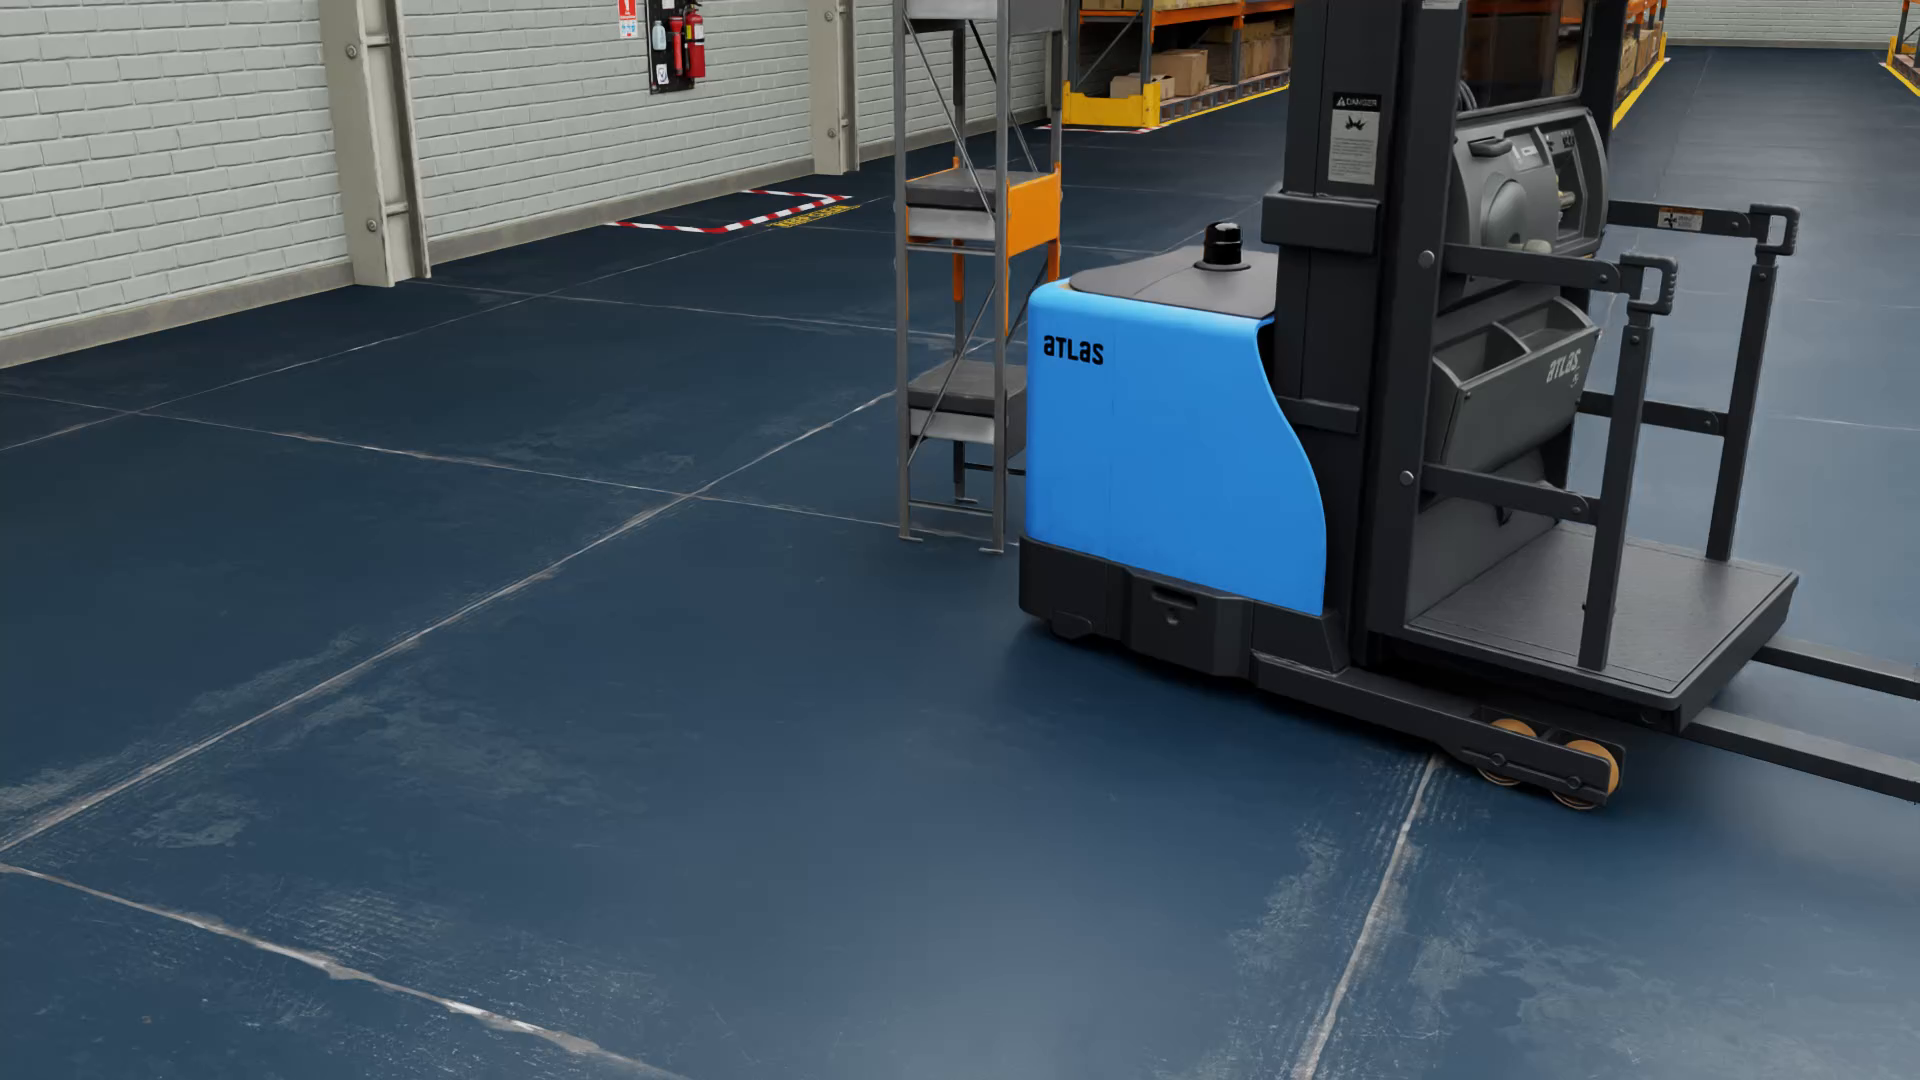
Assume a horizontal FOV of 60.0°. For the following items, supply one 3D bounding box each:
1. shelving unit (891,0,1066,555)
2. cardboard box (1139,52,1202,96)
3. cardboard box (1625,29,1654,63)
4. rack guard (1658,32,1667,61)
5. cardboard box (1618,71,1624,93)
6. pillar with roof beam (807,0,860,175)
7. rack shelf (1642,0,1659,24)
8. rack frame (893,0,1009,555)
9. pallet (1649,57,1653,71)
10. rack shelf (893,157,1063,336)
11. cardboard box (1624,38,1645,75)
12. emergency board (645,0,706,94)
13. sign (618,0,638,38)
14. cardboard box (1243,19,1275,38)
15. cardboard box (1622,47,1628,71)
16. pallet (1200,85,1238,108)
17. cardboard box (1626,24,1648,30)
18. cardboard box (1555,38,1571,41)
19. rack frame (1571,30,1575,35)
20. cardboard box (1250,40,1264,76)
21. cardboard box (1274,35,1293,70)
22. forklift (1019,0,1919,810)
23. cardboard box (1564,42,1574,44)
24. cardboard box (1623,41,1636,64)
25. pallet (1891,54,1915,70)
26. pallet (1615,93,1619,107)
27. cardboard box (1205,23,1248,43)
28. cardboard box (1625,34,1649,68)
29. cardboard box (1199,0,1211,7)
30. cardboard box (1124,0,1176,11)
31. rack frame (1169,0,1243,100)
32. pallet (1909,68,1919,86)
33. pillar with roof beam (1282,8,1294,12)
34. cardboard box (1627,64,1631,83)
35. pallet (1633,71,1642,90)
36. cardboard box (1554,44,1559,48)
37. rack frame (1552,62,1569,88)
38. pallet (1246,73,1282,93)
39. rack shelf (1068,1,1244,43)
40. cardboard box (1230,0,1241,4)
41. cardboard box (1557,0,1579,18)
[{"bbox_3d":[0.068,-1.040,5.759,0.431,2.100,0.503,9,21,23],"label":"shelving unit"},{"bbox_3d":[2.724,-6.034,21.533,0.700,0.500,0.500,7,21,19],"label":"cardboard box"},{"bbox_3d":[11.273,-8.243,27.744,0.500,0.500,0.500,8,21,22],"label":"cardboard box"},{"bbox_3d":[12.820,-9.425,31.725,1.175,0.500,0.348,9,21,23],"label":"rack guard"},{"bbox_3d":[8.539,-6.106,22.137,0.500,0.250,0.500,9,22,24],"label":"cardboard box"},{"bbox_3d":[2.747,-7.148,12.638,9.100,9.000,0.400,9,21,23],"label":"pillar with roof beam"},{"bbox_3d":[10.394,-8.453,26.335,1.077,0.370,4.000,9,21,23],"label":"rack shelf"},{"bbox_3d":[-0.032,-0.965,5.550,0.400,2.100,0.015,9,21,23],"label":"rack frame"},{"bbox_3d":[11.495,-8.299,28.990,1.003,0.211,1.213,9,21,23],"label":"pallet"},{"bbox_3d":[0.068,-1.027,5.764,0.431,0.518,0.480,9,21,23],"label":"rack shelf"},{"bbox_3d":[10.023,-7.310,25.121,0.500,0.500,0.500,10,22,25],"label":"cardboard box"},{"bbox_3d":[-2.228,-4.162,13.195,0.194,1.169,0.643,9,21,23],"label":"emergency board"},{"bbox_3d":[-2.548,-4.024,12.753,0.001,0.329,0.234,9,21,23],"label":"sign"},{"bbox_3d":[4.517,-7.849,25.518,0.500,0.250,0.500,9,21,24],"label":"cardboard box"},{"bbox_3d":[8.755,-6.527,22.486,0.500,0.311,0.500,8,21,21],"label":"cardboard box"},{"bbox_3d":[3.174,-6.112,22.841,1.003,0.211,1.213,9,21,23],"label":"pallet"},{"bbox_3d":[11.978,-9.009,29.895,0.797,0.503,0.637,9,21,23],"label":"cardboard box"},{"bbox_3d":[7.264,-5.961,20.611,0.500,0.500,0.500,9,21,23],"label":"cardboard box"},{"bbox_3d":[7.937,-6.958,21.057,1.000,3.000,0.127,9,21,23],"label":"rack frame"},{"bbox_3d":[4.114,-7.208,24.835,0.700,0.500,0.500,9,21,23],"label":"cardboard box"},{"bbox_3d":[4.807,-7.661,26.109,0.700,0.500,0.500,9,21,23],"label":"cardboard box"},{"bbox_3d":[1.640,-0.916,4.172,3.031,2.935,1.130,16,25,37],"label":"forklift"},{"bbox_3d":[7.339,-5.582,19.547,0.500,0.500,0.500,9,21,23],"label":"cardboard box"},{"bbox_3d":[9.379,-6.993,23.797,0.500,0.311,0.500,8,21,22],"label":"cardboard box"},{"bbox_3d":[16.996,-8.385,29.230,1.003,0.211,1.213,9,21,23],"label":"pallet"},{"bbox_3d":[8.204,-5.875,22.172,1.003,0.211,1.213,9,21,23],"label":"pallet"},{"bbox_3d":[3.880,-7.382,24.203,0.500,0.250,0.500,8,21,22],"label":"cardboard box"},{"bbox_3d":[10.651,-7.784,26.453,0.500,0.500,0.500,8,21,21],"label":"cardboard box"},{"bbox_3d":[2.891,-6.928,21.166,0.500,0.250,0.500,9,21,23],"label":"cardboard box"},{"bbox_3d":[2.268,-6.458,19.845,0.500,0.250,0.500,8,21,21],"label":"cardboard box"},{"bbox_3d":[3.417,-7.636,22.965,1.000,3.000,0.127,9,21,23],"label":"rack frame"},{"bbox_3d":[15.377,-7.179,25.839,1.003,0.211,1.213,9,21,23],"label":"pallet"},{"bbox_3d":[10.118,-12.650,28.110,9.100,9.000,0.400,9,21,23],"label":"pillar with roof beam"},{"bbox_3d":[9.166,-6.577,23.463,0.500,0.250,0.500,9,22,24],"label":"cardboard box"},{"bbox_3d":[9.916,-7.090,25.589,1.003,0.211,1.213,9,21,23],"label":"pallet"},{"bbox_3d":[6.644,-5.503,19.324,0.500,0.500,0.500,9,21,23],"label":"cardboard box"},{"bbox_3d":[6.299,-5.735,17.618,1.000,3.000,0.127,9,21,23],"label":"rack frame"},{"bbox_3d":[4.232,-6.935,25.154,1.003,0.211,1.213,9,21,23],"label":"pallet"},{"bbox_3d":[2.598,-6.686,21.366,1.077,0.370,4.000,9,21,23],"label":"rack shelf"},{"bbox_3d":[3.499,-7.389,22.462,0.500,0.250,0.500,9,21,23],"label":"cardboard box"},{"bbox_3d":[6.502,-5.923,17.998,0.700,0.500,0.500,9,21,23],"label":"cardboard box"}]
